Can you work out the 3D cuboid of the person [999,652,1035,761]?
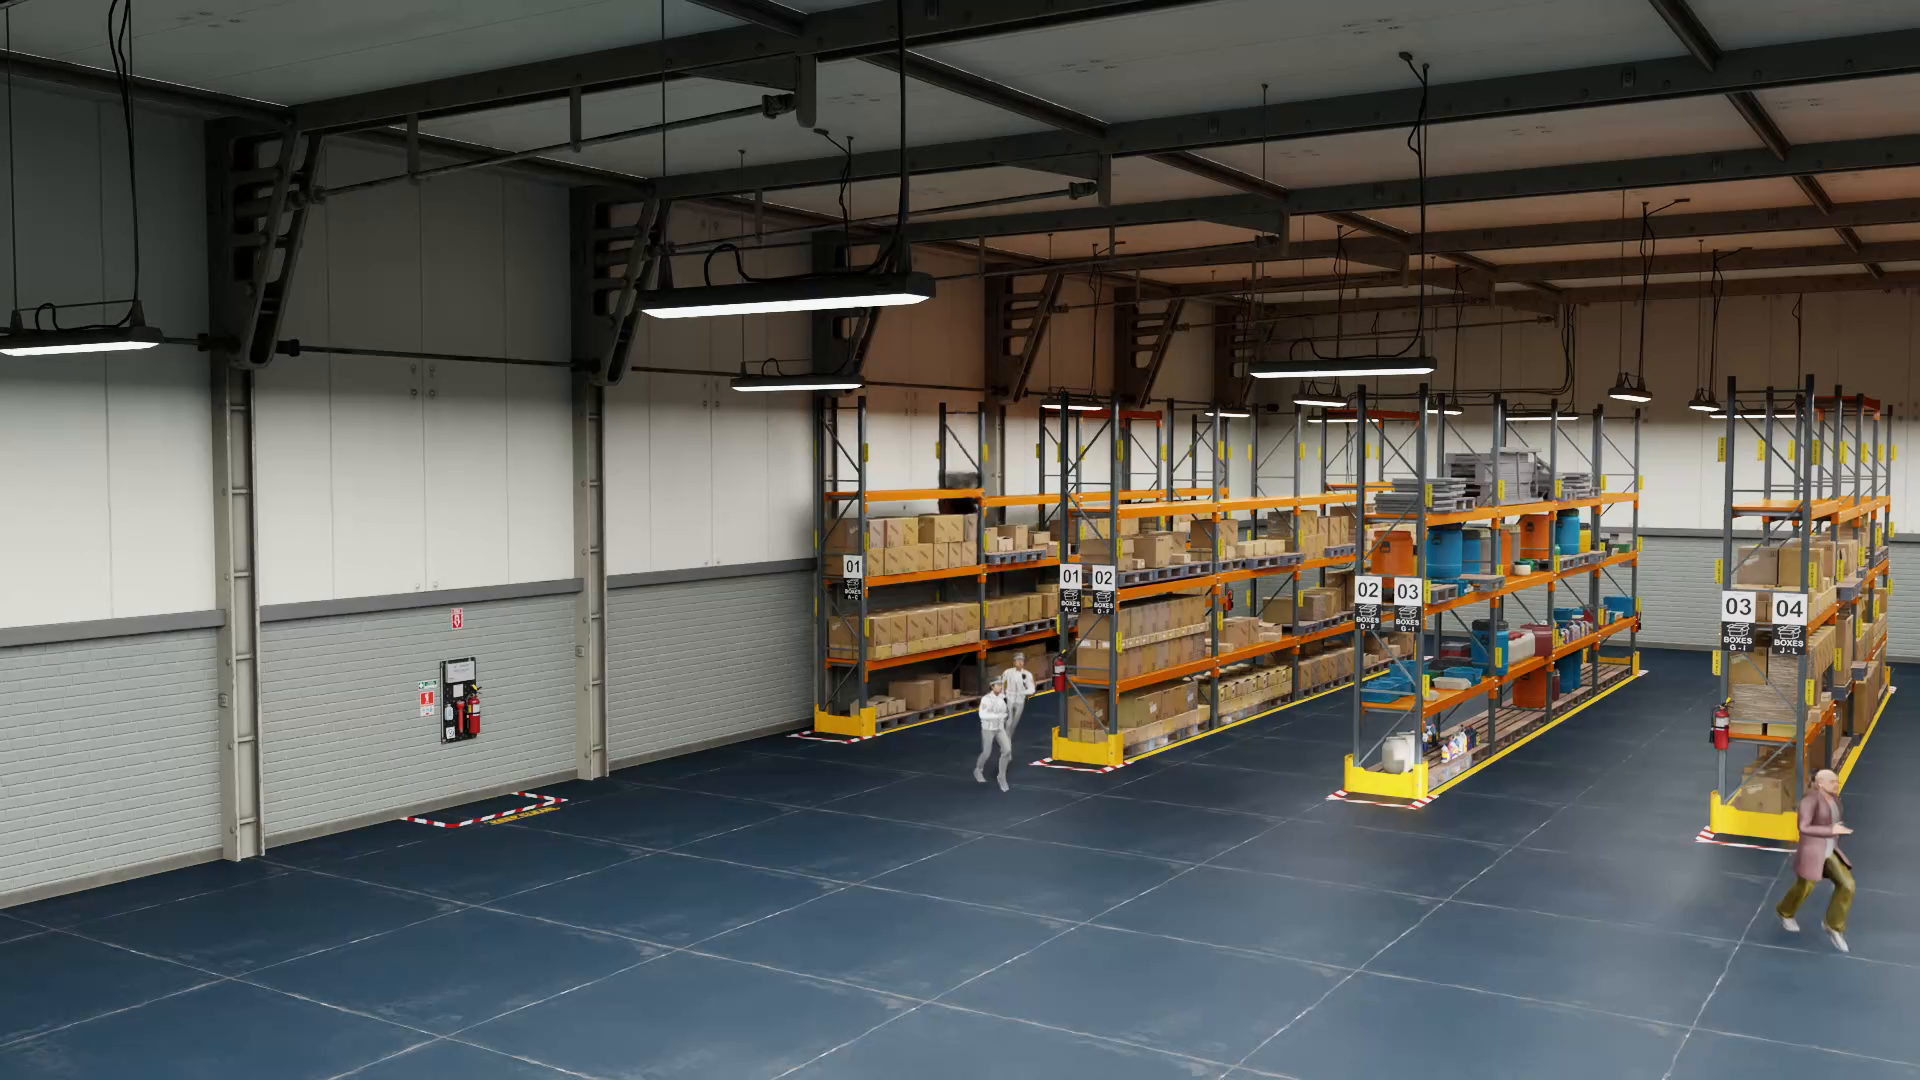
[{"bbox_3d":[0.910,2.663,26.858,0.611,1.678,0.834,0,3,-4],"label":"person"}]

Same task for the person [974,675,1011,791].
[{"bbox_3d":[0.476,2.862,24.859,0.638,1.726,0.825,-2,4,-38],"label":"person"}]

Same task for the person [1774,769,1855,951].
[{"bbox_3d":[8.746,3.327,17.017,0.746,1.632,0.933,-1,3,-24],"label":"person"}]
